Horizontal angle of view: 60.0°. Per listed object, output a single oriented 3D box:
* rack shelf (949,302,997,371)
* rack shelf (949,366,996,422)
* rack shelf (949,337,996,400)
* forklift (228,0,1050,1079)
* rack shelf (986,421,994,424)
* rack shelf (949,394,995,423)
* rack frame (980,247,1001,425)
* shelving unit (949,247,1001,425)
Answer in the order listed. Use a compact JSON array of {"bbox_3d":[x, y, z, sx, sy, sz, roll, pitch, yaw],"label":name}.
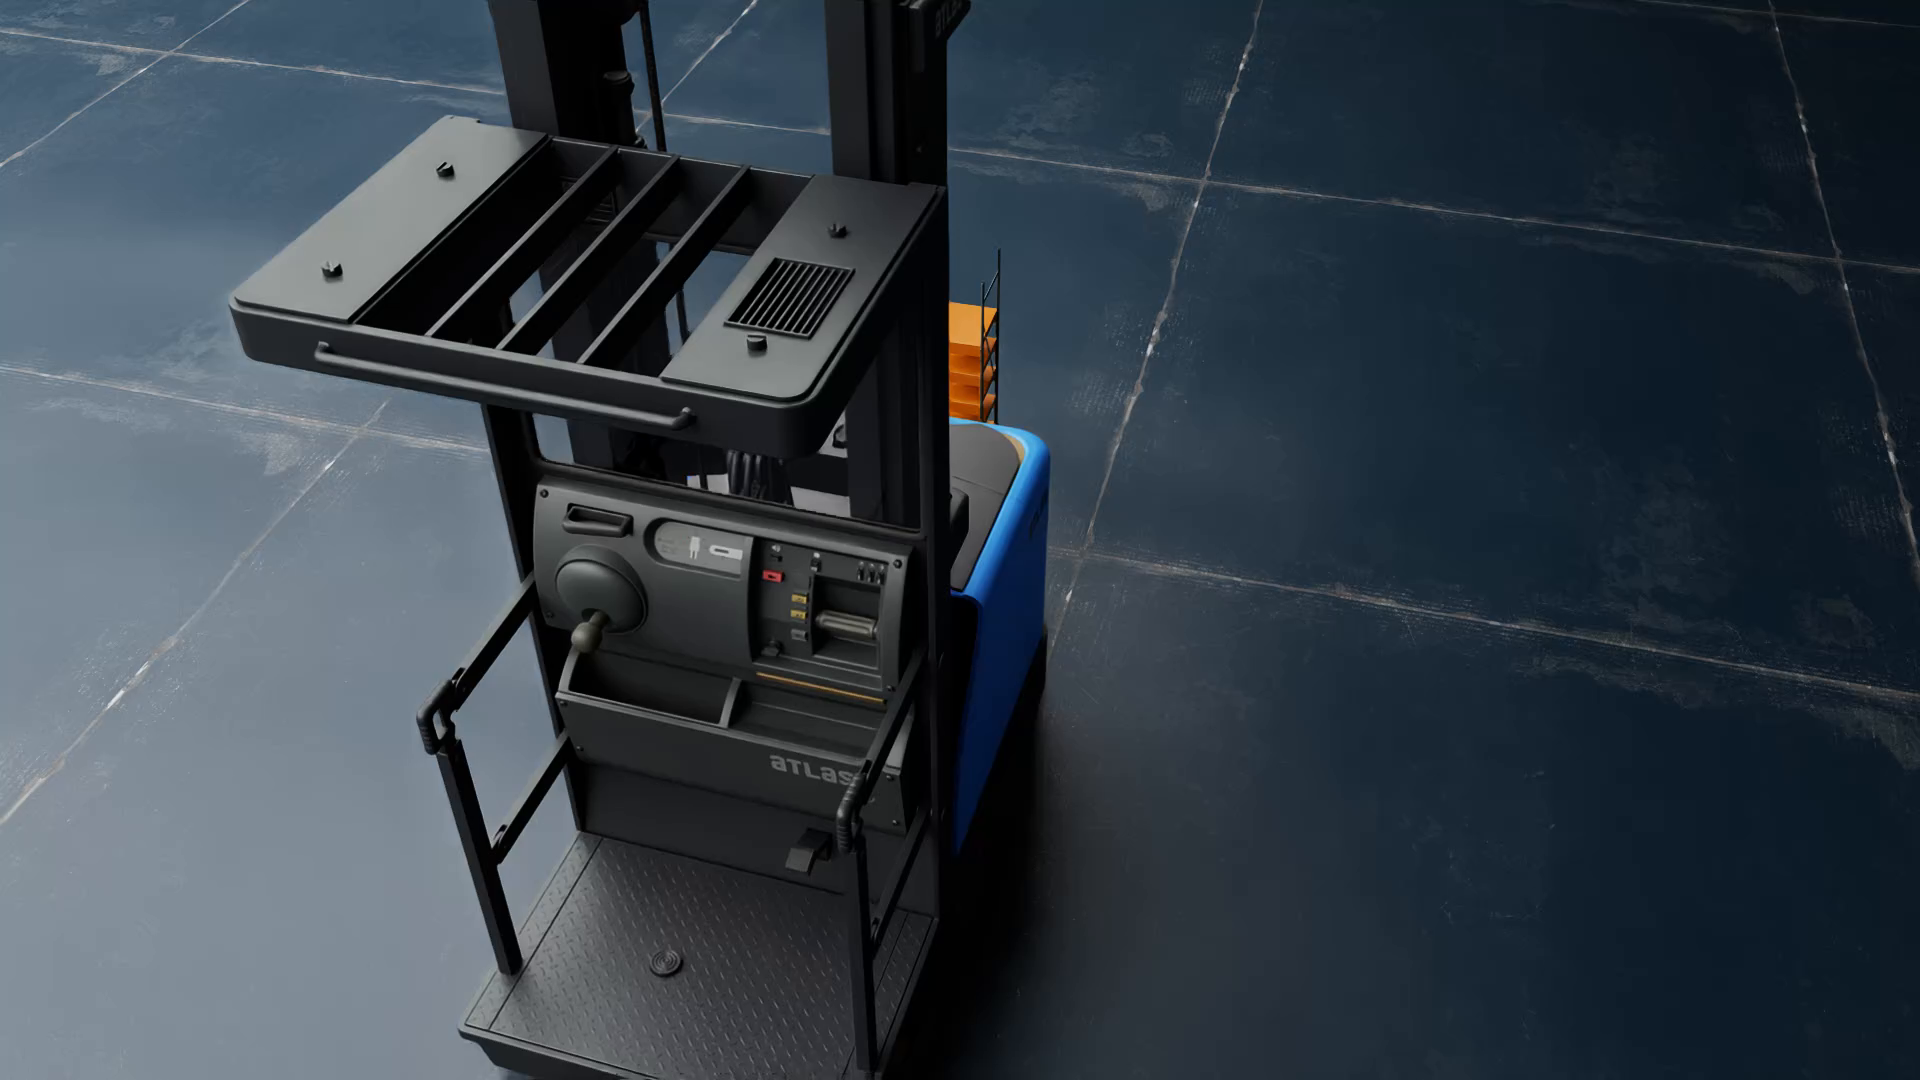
[{"bbox_3d":[0.014,-0.699,5.658,0.180,0.103,0.258,10,41,11],"label":"rack shelf"},{"bbox_3d":[0.014,-0.515,5.813,0.180,0.103,0.258,10,41,11],"label":"rack shelf"},{"bbox_3d":[0.014,-0.607,5.735,0.180,0.103,0.258,10,41,11],"label":"rack shelf"},{"bbox_3d":[-0.628,0.198,3.735,1.130,2.935,3.031,11,41,13],"label":"forklift"},{"bbox_3d":[0.014,-0.331,5.967,0.180,0.103,0.258,10,41,11],"label":"rack shelf"},{"bbox_3d":[0.014,-0.423,5.890,0.180,0.103,0.258,10,41,11],"label":"rack shelf"},{"bbox_3d":[0.102,-0.442,5.843,0.006,1.200,0.240,10,41,11],"label":"rack frame"},{"bbox_3d":[0.014,-0.457,5.861,0.189,1.200,0.258,10,41,11],"label":"shelving unit"}]
